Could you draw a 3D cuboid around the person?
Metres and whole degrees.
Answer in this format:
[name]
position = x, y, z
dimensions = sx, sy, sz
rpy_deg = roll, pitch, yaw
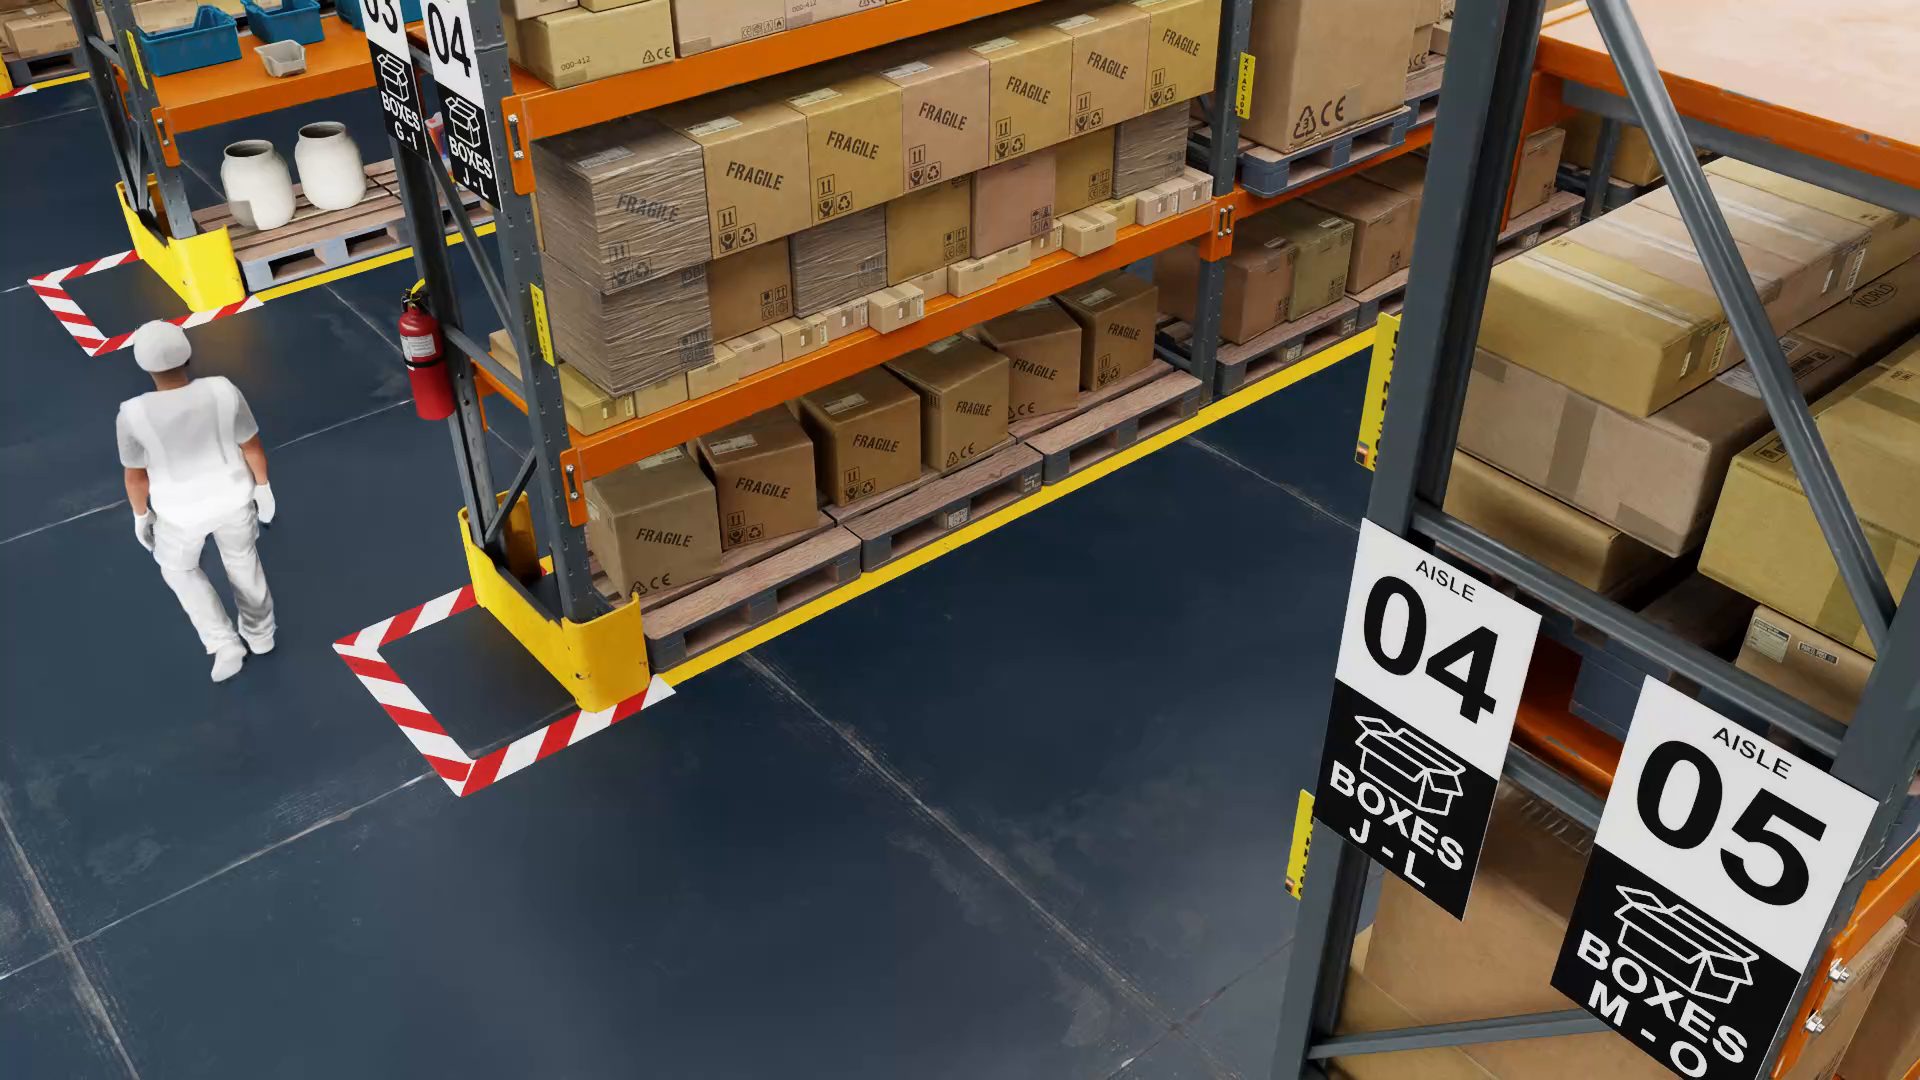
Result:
[person]
position = -3.300, -0.166, 7.253
dimensions = 0.582, 1.768, 0.620
rpy_deg = -25, 42, -30
